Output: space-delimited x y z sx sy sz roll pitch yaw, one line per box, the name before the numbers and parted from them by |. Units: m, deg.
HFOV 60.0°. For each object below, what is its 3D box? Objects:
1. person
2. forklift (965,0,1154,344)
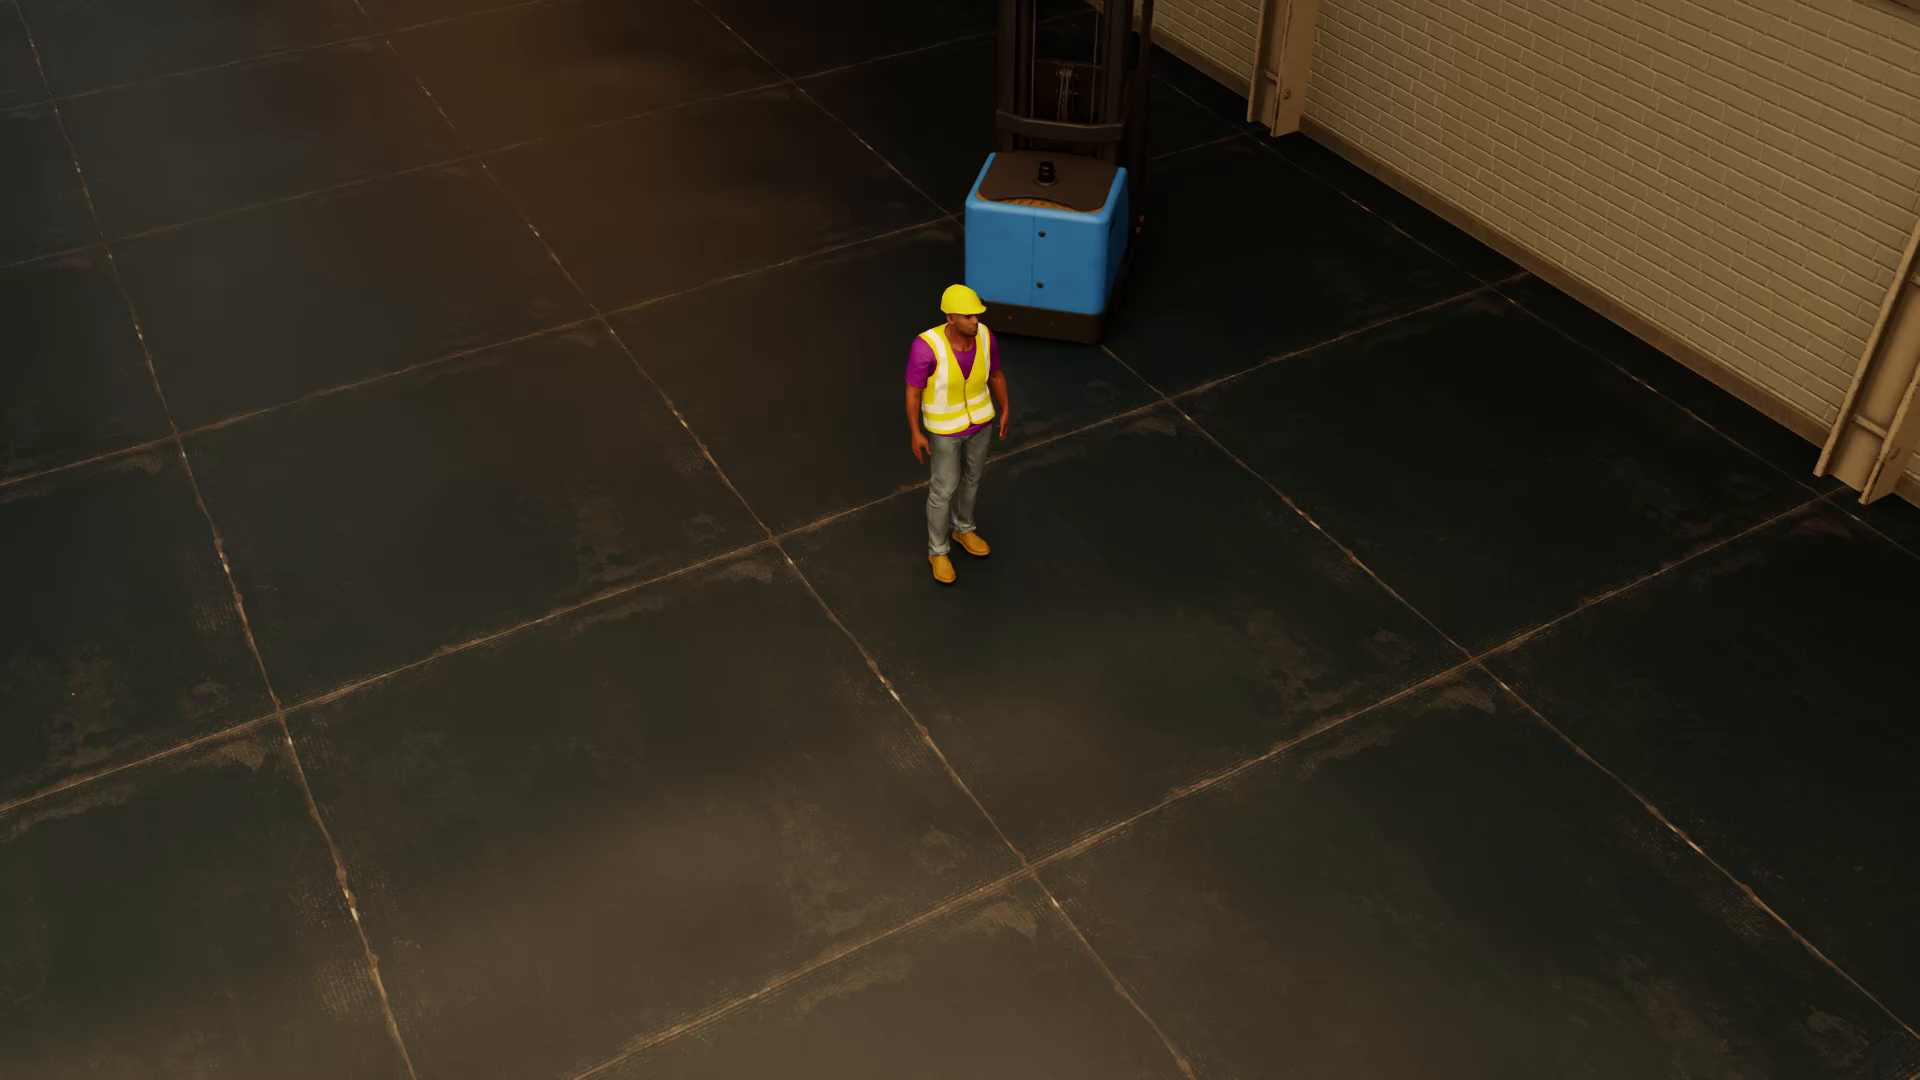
person | 0.030 -0.645 9.715 0.665 1.768 0.575 -20 44 -23
forklift | 0.874 -3.481 12.233 1.130 2.935 3.031 9 41 11
